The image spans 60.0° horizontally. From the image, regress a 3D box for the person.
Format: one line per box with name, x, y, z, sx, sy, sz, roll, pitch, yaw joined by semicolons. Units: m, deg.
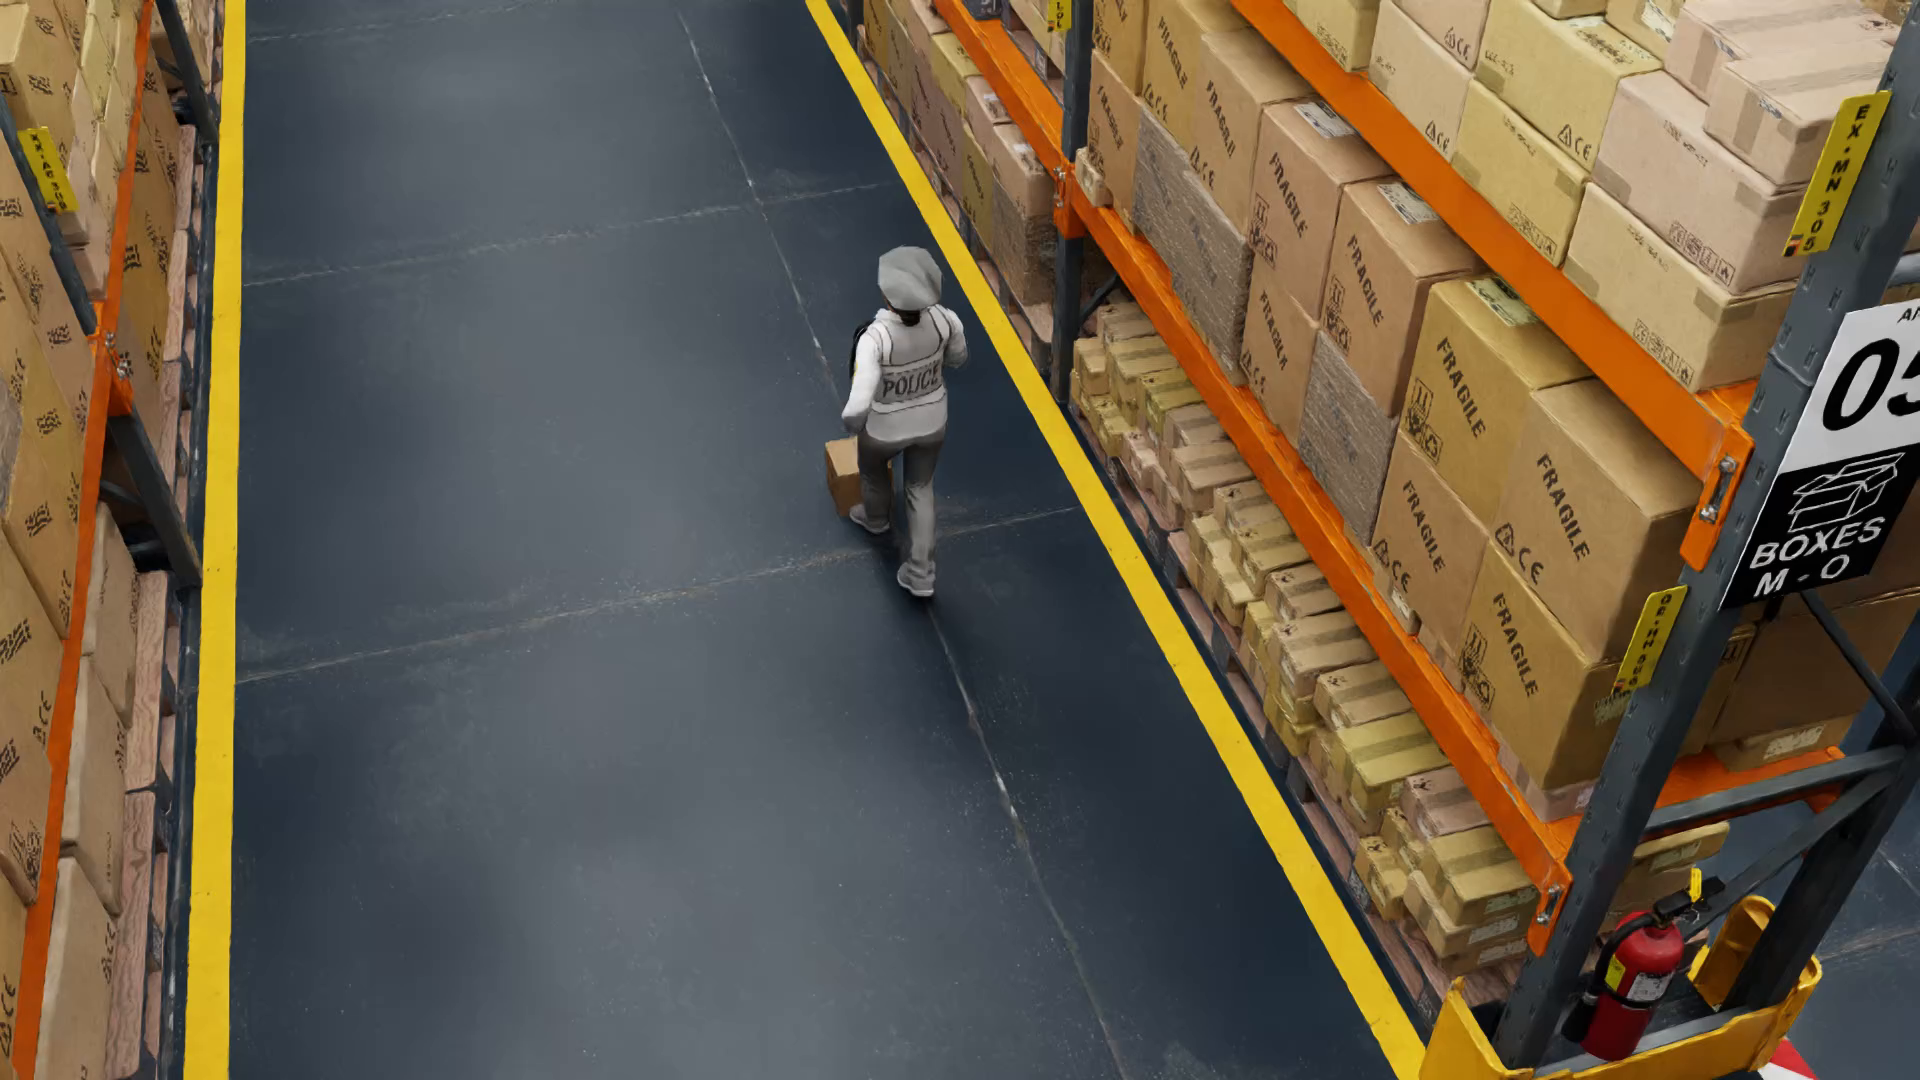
person;-0.266;-0.539;6.738;0.574;1.676;0.796;-11;44;-12
